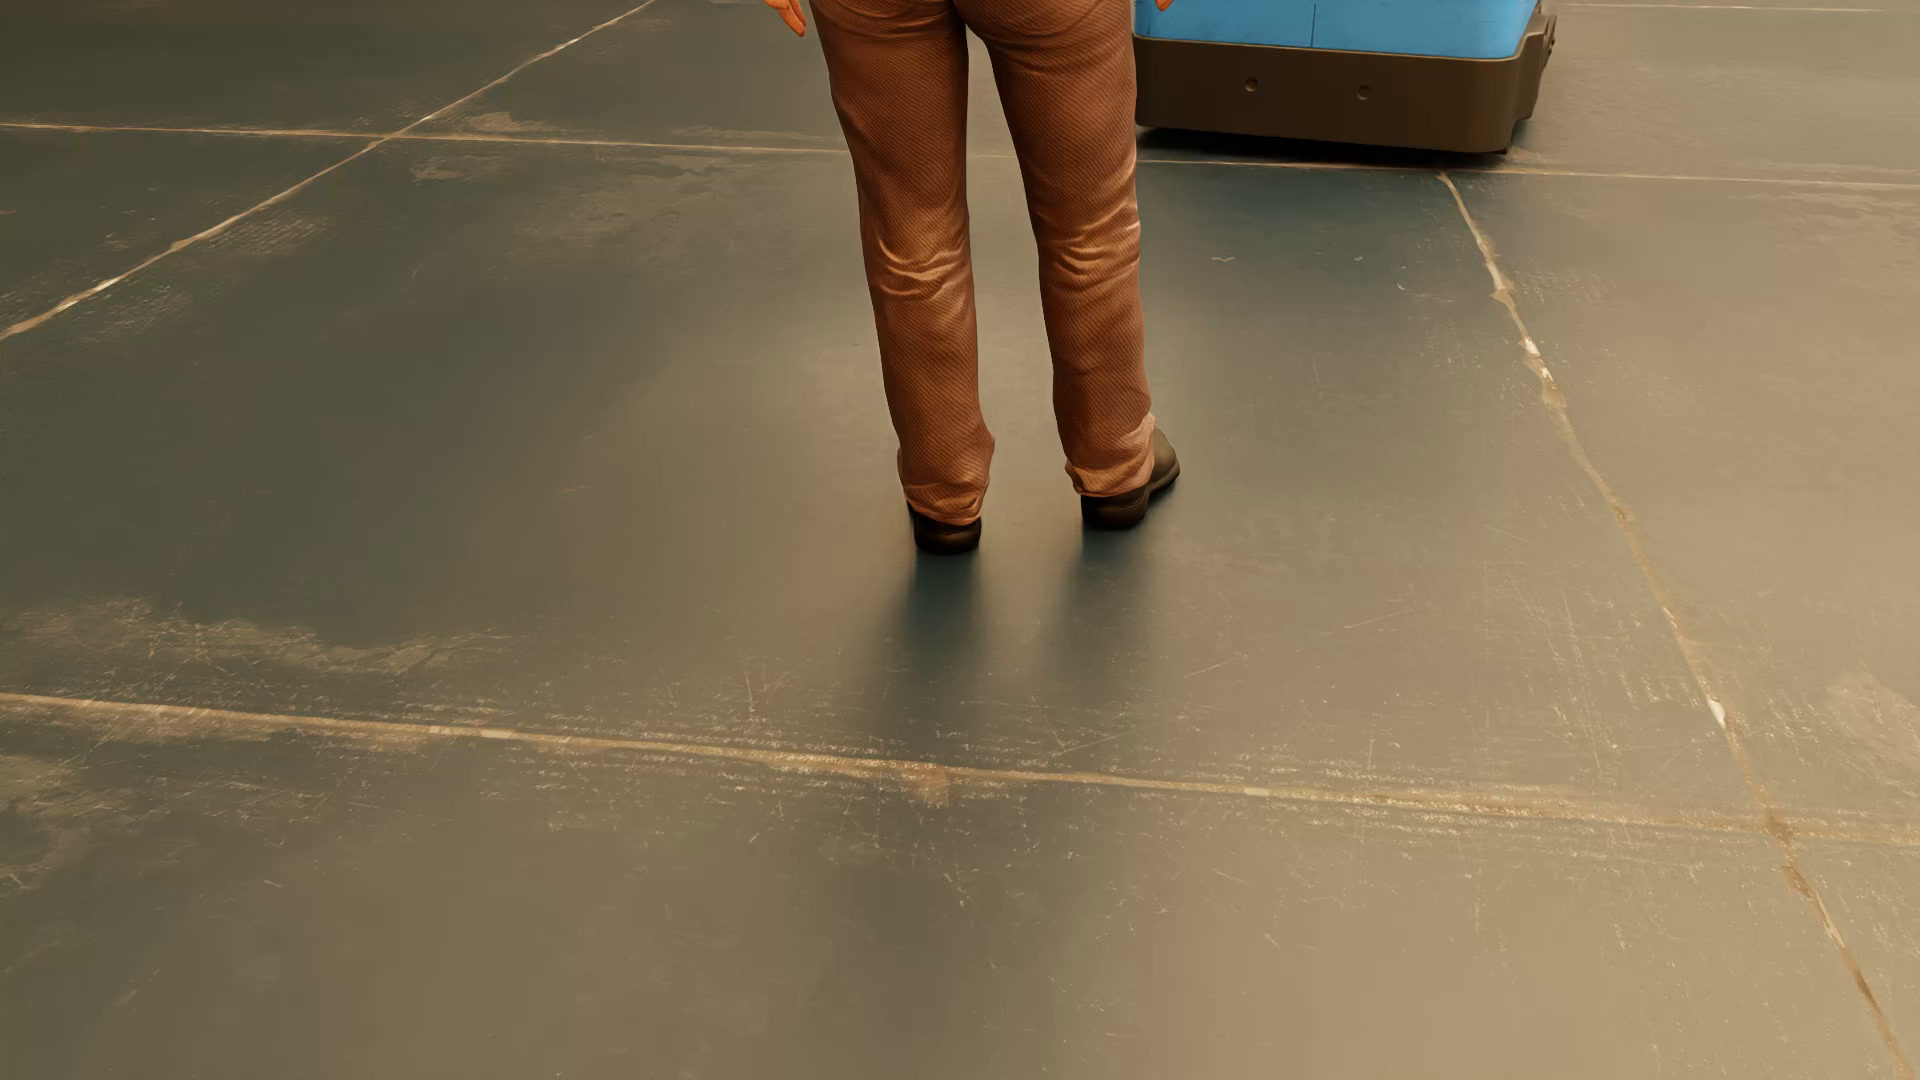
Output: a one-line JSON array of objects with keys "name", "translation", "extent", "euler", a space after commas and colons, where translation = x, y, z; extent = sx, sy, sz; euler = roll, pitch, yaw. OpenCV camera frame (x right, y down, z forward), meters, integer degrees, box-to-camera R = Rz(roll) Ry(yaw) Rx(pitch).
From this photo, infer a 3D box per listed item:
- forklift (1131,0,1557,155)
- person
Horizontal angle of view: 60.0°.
[{"name": "forklift", "translation": [1.466, -2.968, 5.166], "extent": [1.130, 2.935, 3.031], "euler": [10, 28, 18]}, {"name": "person", "translation": [0.015, -0.804, 2.168], "extent": [0.633, 1.722, 0.566], "euler": [3, 27, 7]}]
